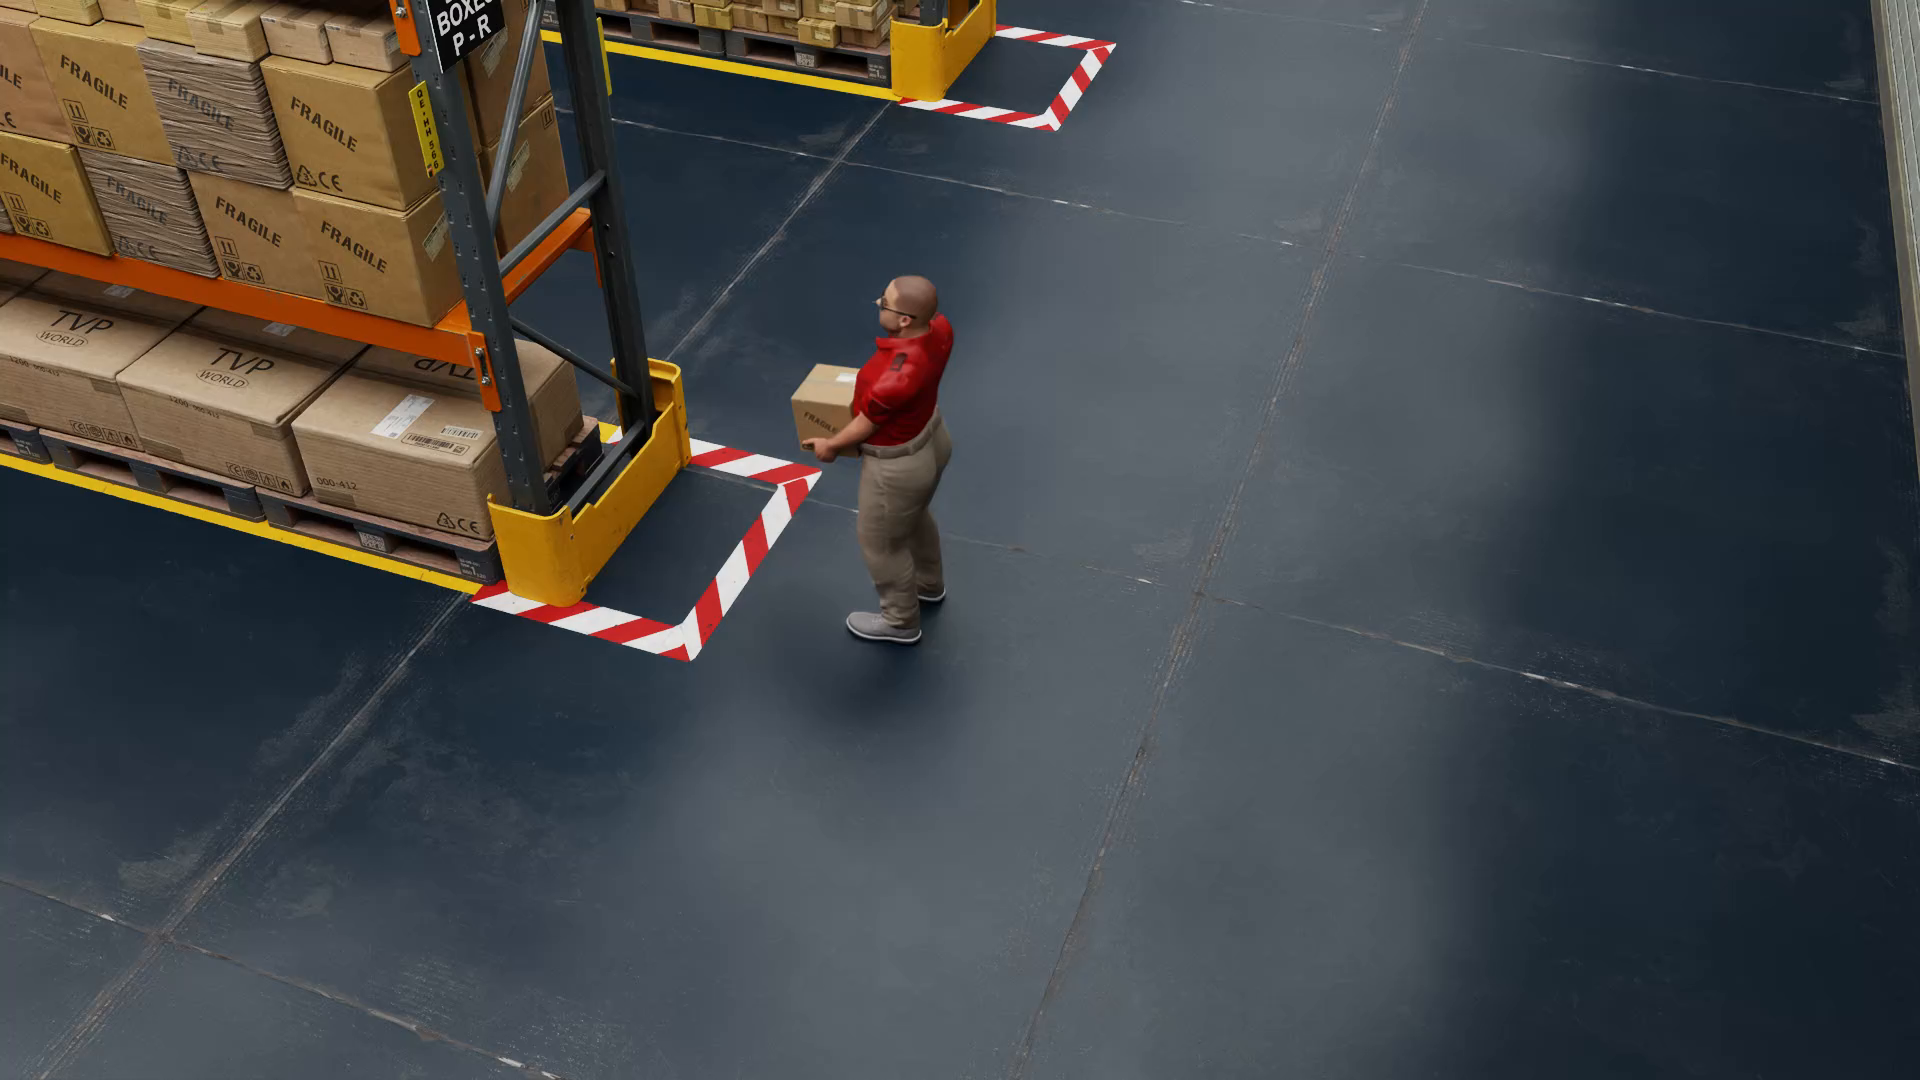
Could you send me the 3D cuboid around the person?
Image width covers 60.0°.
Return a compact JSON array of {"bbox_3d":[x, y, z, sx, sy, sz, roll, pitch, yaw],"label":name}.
[{"bbox_3d":[-0.323,-0.337,6.564,0.537,1.712,0.493,14,43,15],"label":"person"}]
